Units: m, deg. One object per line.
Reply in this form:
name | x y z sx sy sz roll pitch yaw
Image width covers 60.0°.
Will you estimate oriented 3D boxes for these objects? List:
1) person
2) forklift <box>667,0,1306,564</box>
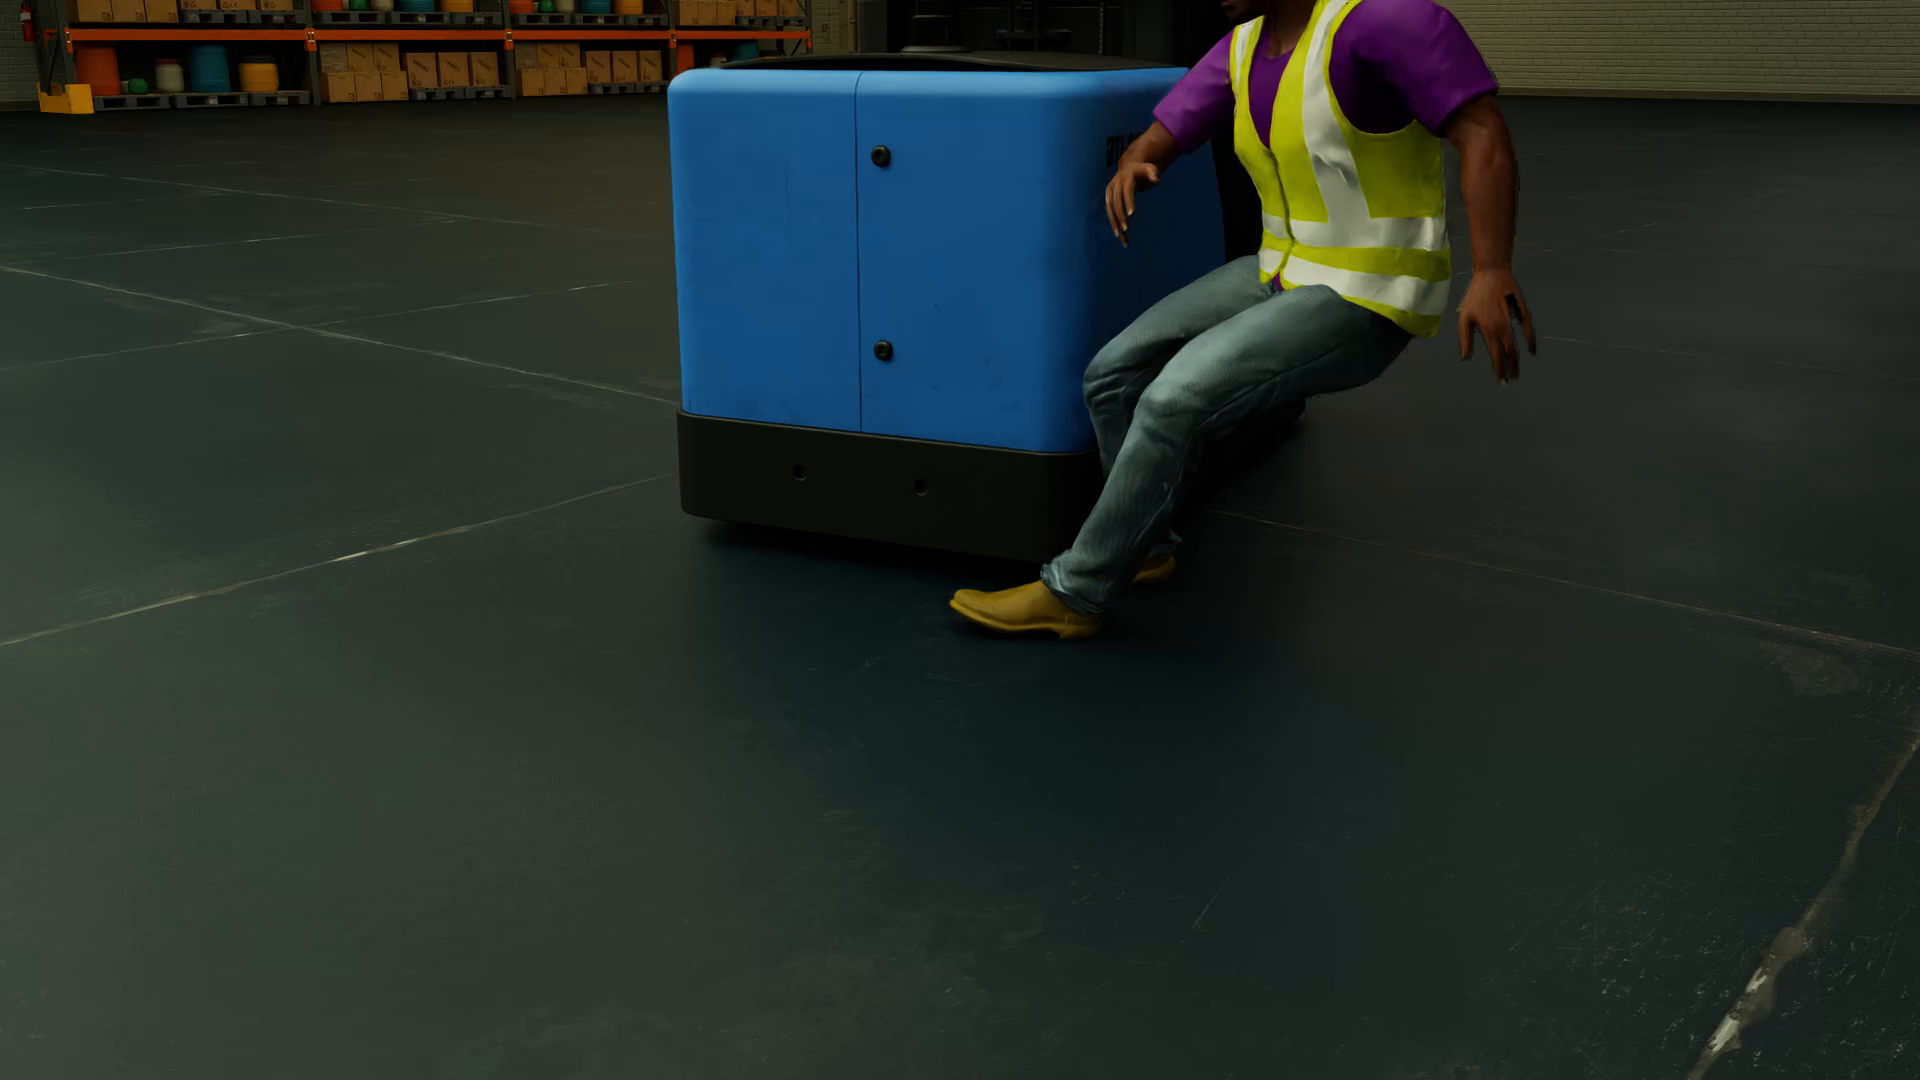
person | 0.486 -0.486 3.116 0.929 1.525 0.937 -6 18 -20
forklift | 0.412 -1.735 4.611 1.130 2.935 3.031 8 18 24
